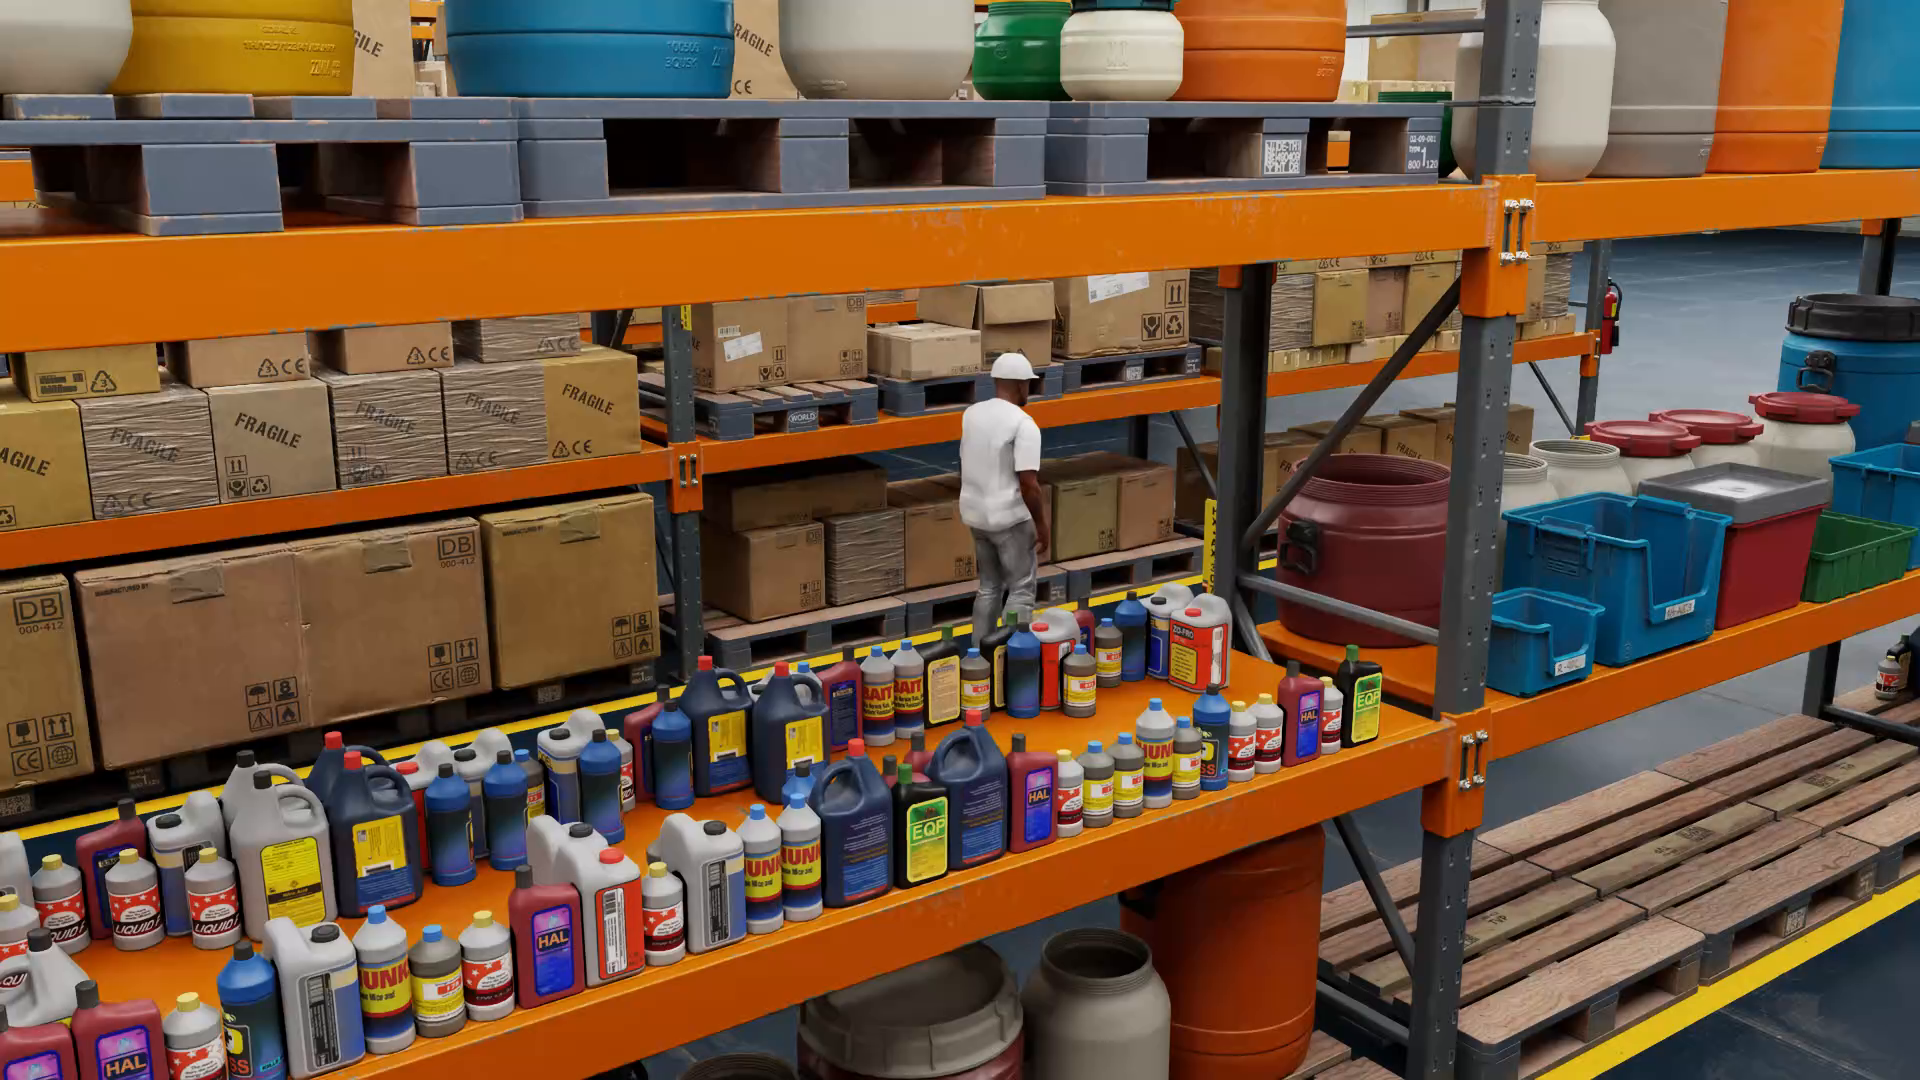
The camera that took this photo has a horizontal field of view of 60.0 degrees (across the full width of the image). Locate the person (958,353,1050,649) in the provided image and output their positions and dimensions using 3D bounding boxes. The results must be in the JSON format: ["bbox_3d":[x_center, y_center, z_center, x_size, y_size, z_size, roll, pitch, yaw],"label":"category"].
[{"bbox_3d":[0.241,-0.124,8.954,0.454,1.761,0.611,-11,18,-37],"label":"person"}]
